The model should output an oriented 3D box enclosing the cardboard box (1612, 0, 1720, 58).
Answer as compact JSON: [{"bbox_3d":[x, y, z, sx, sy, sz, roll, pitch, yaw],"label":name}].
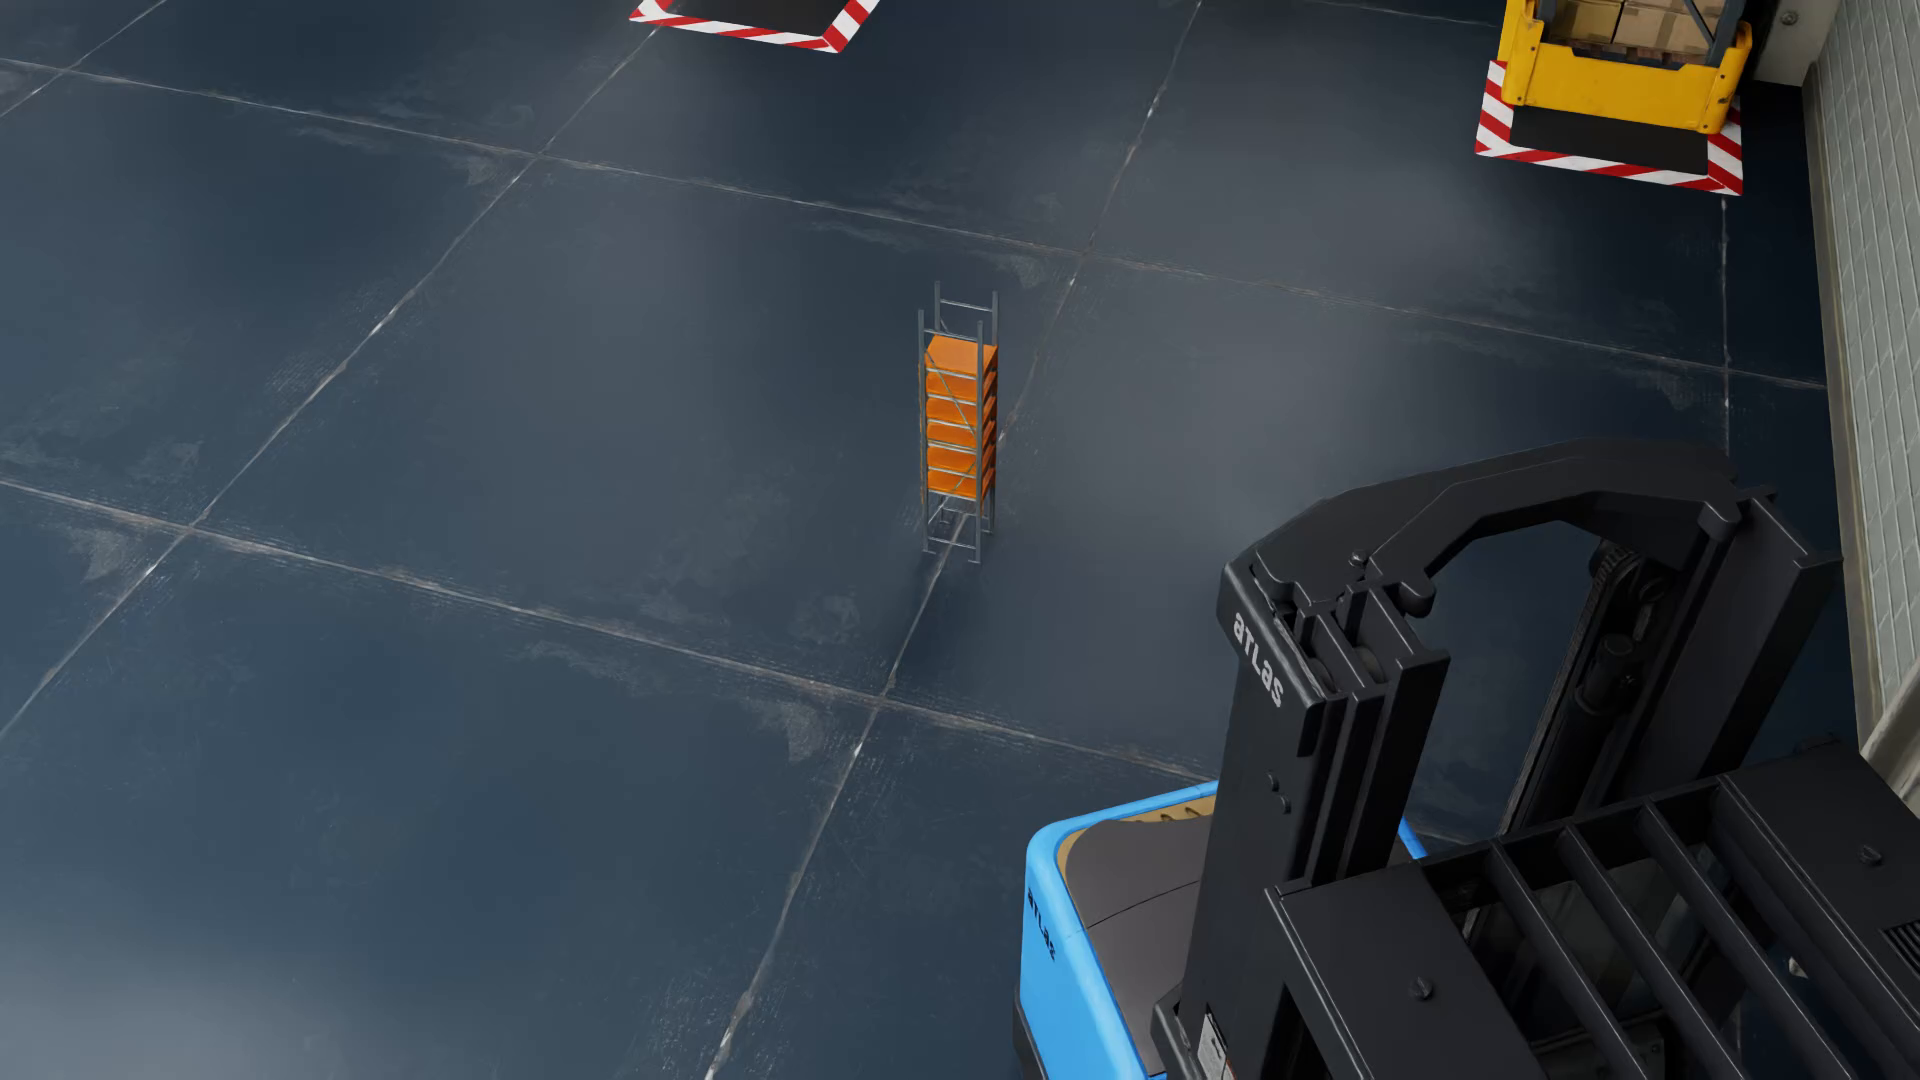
[{"bbox_3d":[3.949,-2.961,9.297,0.500,0.250,0.500,13,46,13],"label":"cardboard box"}]

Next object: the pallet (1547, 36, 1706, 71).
[{"bbox_3d":[3.806,-3.030,9.696,1.003,0.211,1.213,13,46,13],"label":"pallet"}]

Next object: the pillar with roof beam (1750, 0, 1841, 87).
[{"bbox_3d":[0.581,-6.837,7.303,9.100,9.000,0.400,13,46,13],"label":"pillar with roof beam"}]

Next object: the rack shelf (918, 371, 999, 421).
[{"bbox_3d":[-0.004,-0.559,6.184,0.258,0.103,0.180,13,46,13],"label":"rack shelf"}]

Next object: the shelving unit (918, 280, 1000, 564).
[{"bbox_3d":[-0.004,-0.419,6.321,0.258,1.200,0.189,13,46,13],"label":"shelving unit"}]

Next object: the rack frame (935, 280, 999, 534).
[{"bbox_3d":[0.023,-0.480,6.383,0.240,1.200,0.006,13,46,13],"label":"rack frame"}]

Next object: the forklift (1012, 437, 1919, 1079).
[{"bbox_3d":[1.088,1.375,3.249,1.130,2.935,3.031,-12,46,-12],"label":"forklift"}]

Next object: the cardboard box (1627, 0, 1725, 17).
[{"bbox_3d":[3.955,-3.124,9.106,0.500,0.250,0.500,13,46,13],"label":"cardboard box"}]

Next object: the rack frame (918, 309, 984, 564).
[{"bbox_3d":[-0.032,-0.358,6.258,0.240,1.200,0.006,13,46,13],"label":"rack frame"}]

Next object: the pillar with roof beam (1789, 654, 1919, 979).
[{"bbox_3d":[-1.236,-2.838,3.216,9.100,9.000,0.400,13,46,13],"label":"pillar with roof beam"}]

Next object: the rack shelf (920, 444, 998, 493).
[{"bbox_3d":[-0.004,-0.302,6.436,0.258,0.103,0.180,13,46,13],"label":"rack shelf"}]

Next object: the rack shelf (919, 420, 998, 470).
[{"bbox_3d":[-0.004,-0.387,6.352,0.258,0.103,0.180,13,46,13],"label":"rack shelf"}]

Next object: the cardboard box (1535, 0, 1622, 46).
[{"bbox_3d":[3.456,-3.056,9.394,0.500,0.250,0.500,13,46,13],"label":"cardboard box"}]

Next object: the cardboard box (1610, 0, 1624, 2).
[{"bbox_3d":[3.464,-3.245,9.230,0.500,0.250,0.500,12,46,12],"label":"cardboard box"}]

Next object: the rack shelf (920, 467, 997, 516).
[{"bbox_3d":[-0.004,-0.216,6.519,0.258,0.103,0.180,13,46,13],"label":"rack shelf"}]

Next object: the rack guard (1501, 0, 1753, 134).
[{"bbox_3d":[3.607,-2.599,9.048,1.175,0.500,0.348,13,46,13],"label":"rack guard"}]

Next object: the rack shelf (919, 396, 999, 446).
[{"bbox_3d":[-0.004,-0.473,6.268,0.258,0.103,0.180,13,46,13],"label":"rack shelf"}]

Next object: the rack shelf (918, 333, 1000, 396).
[{"bbox_3d":[-0.004,-0.645,6.100,0.258,0.103,0.180,13,46,13],"label":"rack shelf"}]

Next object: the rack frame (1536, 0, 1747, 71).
[{"bbox_3d":[3.614,-3.508,8.190,1.000,3.000,0.127,13,46,13],"label":"rack frame"}]
